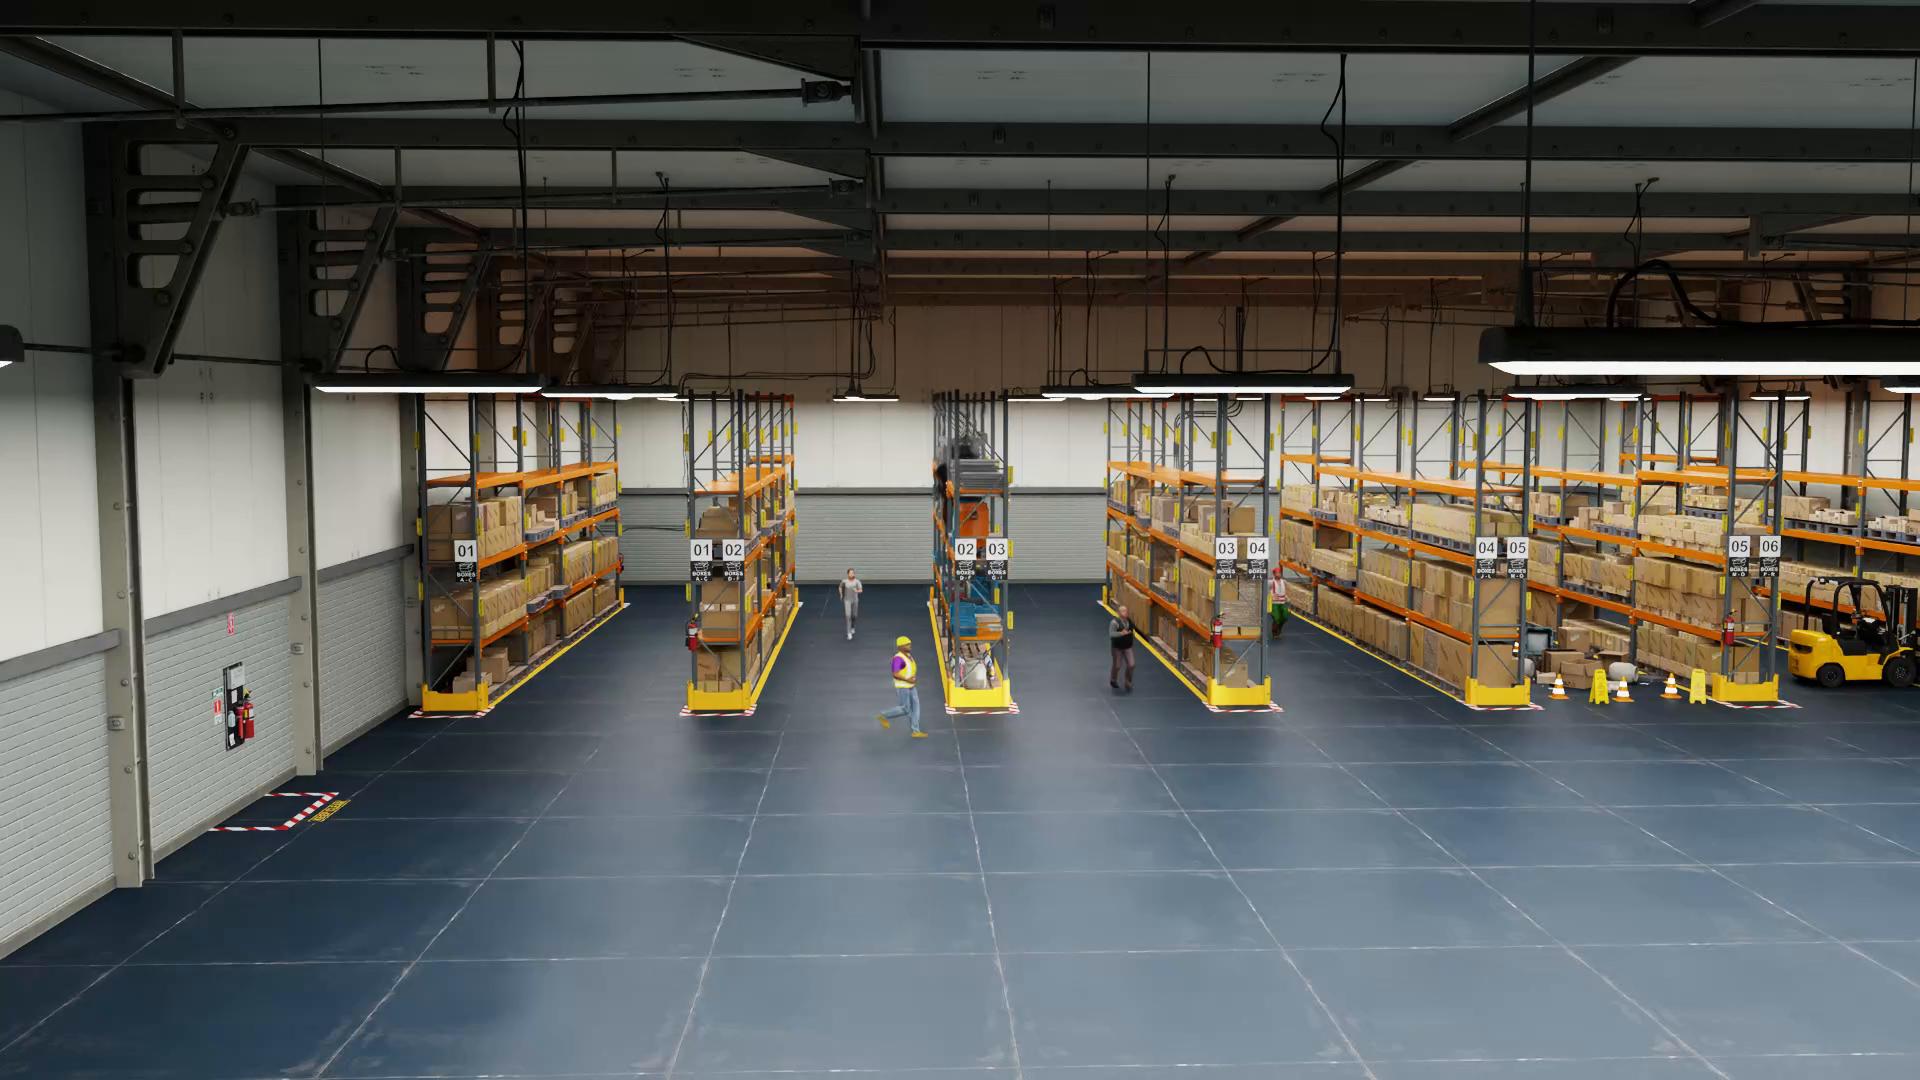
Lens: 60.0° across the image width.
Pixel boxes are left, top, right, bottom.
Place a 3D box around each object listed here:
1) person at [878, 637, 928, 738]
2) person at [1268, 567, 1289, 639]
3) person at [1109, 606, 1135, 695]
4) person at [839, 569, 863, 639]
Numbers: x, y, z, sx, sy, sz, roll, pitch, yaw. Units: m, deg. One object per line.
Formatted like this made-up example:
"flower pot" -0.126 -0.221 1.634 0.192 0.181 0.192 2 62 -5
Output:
"person" -0.963 2.526 28.570 0.895 1.749 0.709 2 5 19
"person" 7.760 1.543 40.442 0.644 1.741 0.578 -1 5 -12
"person" 3.204 2.186 33.003 0.625 1.791 0.830 -2 5 -18
"person" -2.675 1.536 40.811 0.558 1.677 0.942 -1 5 -9
